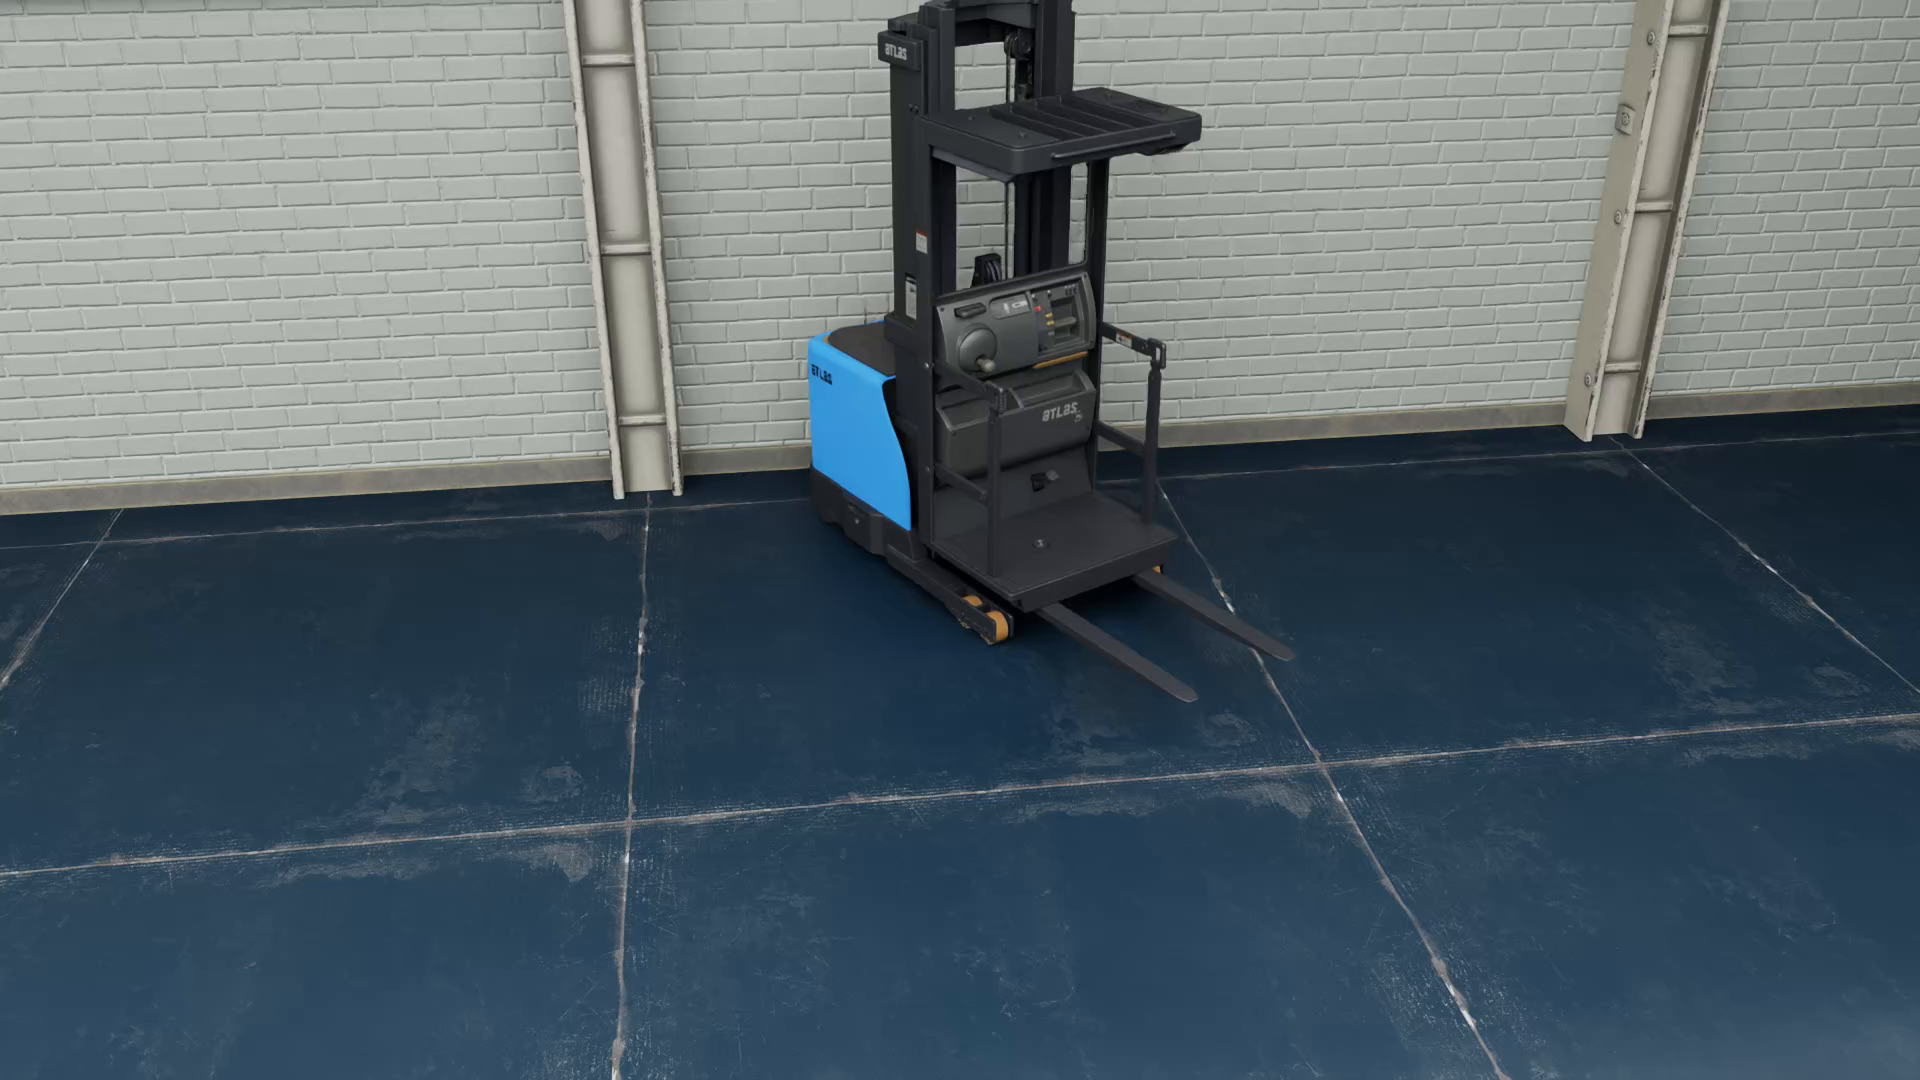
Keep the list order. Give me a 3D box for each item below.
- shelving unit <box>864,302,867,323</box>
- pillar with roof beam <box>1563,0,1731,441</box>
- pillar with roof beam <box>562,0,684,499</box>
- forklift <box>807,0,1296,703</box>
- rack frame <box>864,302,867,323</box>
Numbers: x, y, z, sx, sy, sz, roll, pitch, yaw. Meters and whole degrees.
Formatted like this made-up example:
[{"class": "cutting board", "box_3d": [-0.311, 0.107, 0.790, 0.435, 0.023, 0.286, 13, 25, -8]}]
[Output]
[{"class": "shelving unit", "box_3d": [-0.419, -0.877, 9.805, 0.252, 1.050, 0.215, -3, 27, -5]}, {"class": "pillar with roof beam", "box_3d": [4.696, -2.760, 4.773, 0.400, 9.000, 9.100, -4, 27, -7]}, {"class": "pillar with roof beam", "box_3d": [-1.245, -2.379, 4.029, 0.400, 9.000, 9.100, -4, 27, -7]}, {"class": "forklift", "box_3d": [0.411, -1.038, 8.063, 1.130, 2.935, 3.031, -18, 32, -31]}, {"class": "rack frame", "box_3d": [-0.541, -0.870, 9.794, 0.008, 1.050, 0.200, -3, 27, -5]}]
